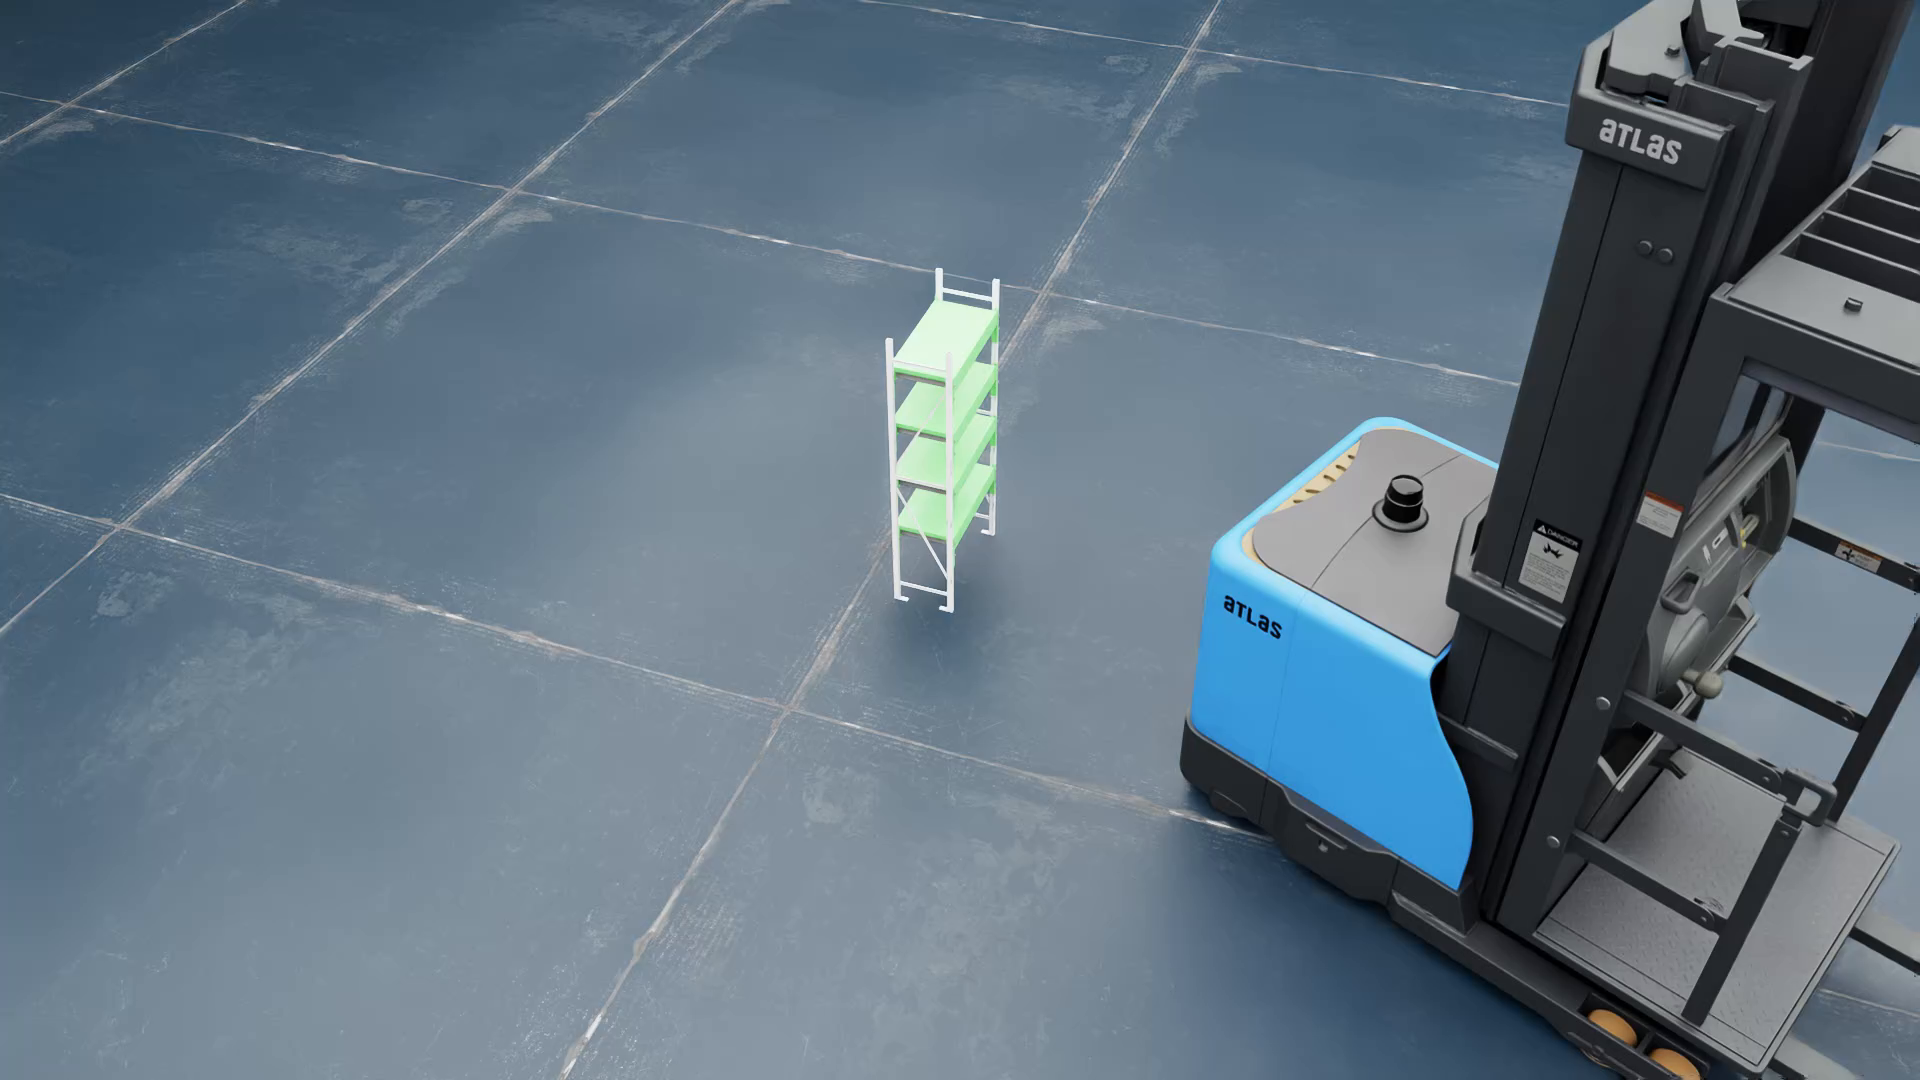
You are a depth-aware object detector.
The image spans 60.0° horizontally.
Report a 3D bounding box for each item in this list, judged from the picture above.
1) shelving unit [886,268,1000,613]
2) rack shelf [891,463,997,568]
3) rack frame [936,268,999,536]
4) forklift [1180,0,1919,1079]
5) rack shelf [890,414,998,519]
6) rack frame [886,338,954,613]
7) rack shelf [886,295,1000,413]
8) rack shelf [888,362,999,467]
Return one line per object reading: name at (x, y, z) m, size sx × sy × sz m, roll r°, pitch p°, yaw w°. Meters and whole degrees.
shelving unit at (-0.057, -0.355, 6.242) m, size 0.258 × 1.200 × 0.503 m, roll 13°, pitch 42°, yaw 15°
rack shelf at (-0.057, -0.124, 6.439) m, size 0.258 × 0.148 × 0.480 m, roll 13°, pitch 42°, yaw 15°
rack frame at (0.027, -0.504, 6.417) m, size 0.240 × 1.200 × 0.015 m, roll 13°, pitch 42°, yaw 15°
forklift at (2.182, 0.139, 4.329) m, size 3.031 × 2.935 × 1.130 m, roll 31°, pitch 49°, yaw 31°
rack shelf at (-0.057, -0.307, 6.284) m, size 0.258 × 0.148 × 0.480 m, roll 13°, pitch 42°, yaw 15°
rack frame at (-0.140, -0.207, 6.068) m, size 0.240 × 1.200 × 0.015 m, roll 13°, pitch 42°, yaw 15°
rack shelf at (-0.057, -0.672, 5.972) m, size 0.258 × 0.148 × 0.480 m, roll 13°, pitch 42°, yaw 15°
rack shelf at (-0.057, -0.489, 6.128) m, size 0.258 × 0.148 × 0.480 m, roll 13°, pitch 42°, yaw 15°
